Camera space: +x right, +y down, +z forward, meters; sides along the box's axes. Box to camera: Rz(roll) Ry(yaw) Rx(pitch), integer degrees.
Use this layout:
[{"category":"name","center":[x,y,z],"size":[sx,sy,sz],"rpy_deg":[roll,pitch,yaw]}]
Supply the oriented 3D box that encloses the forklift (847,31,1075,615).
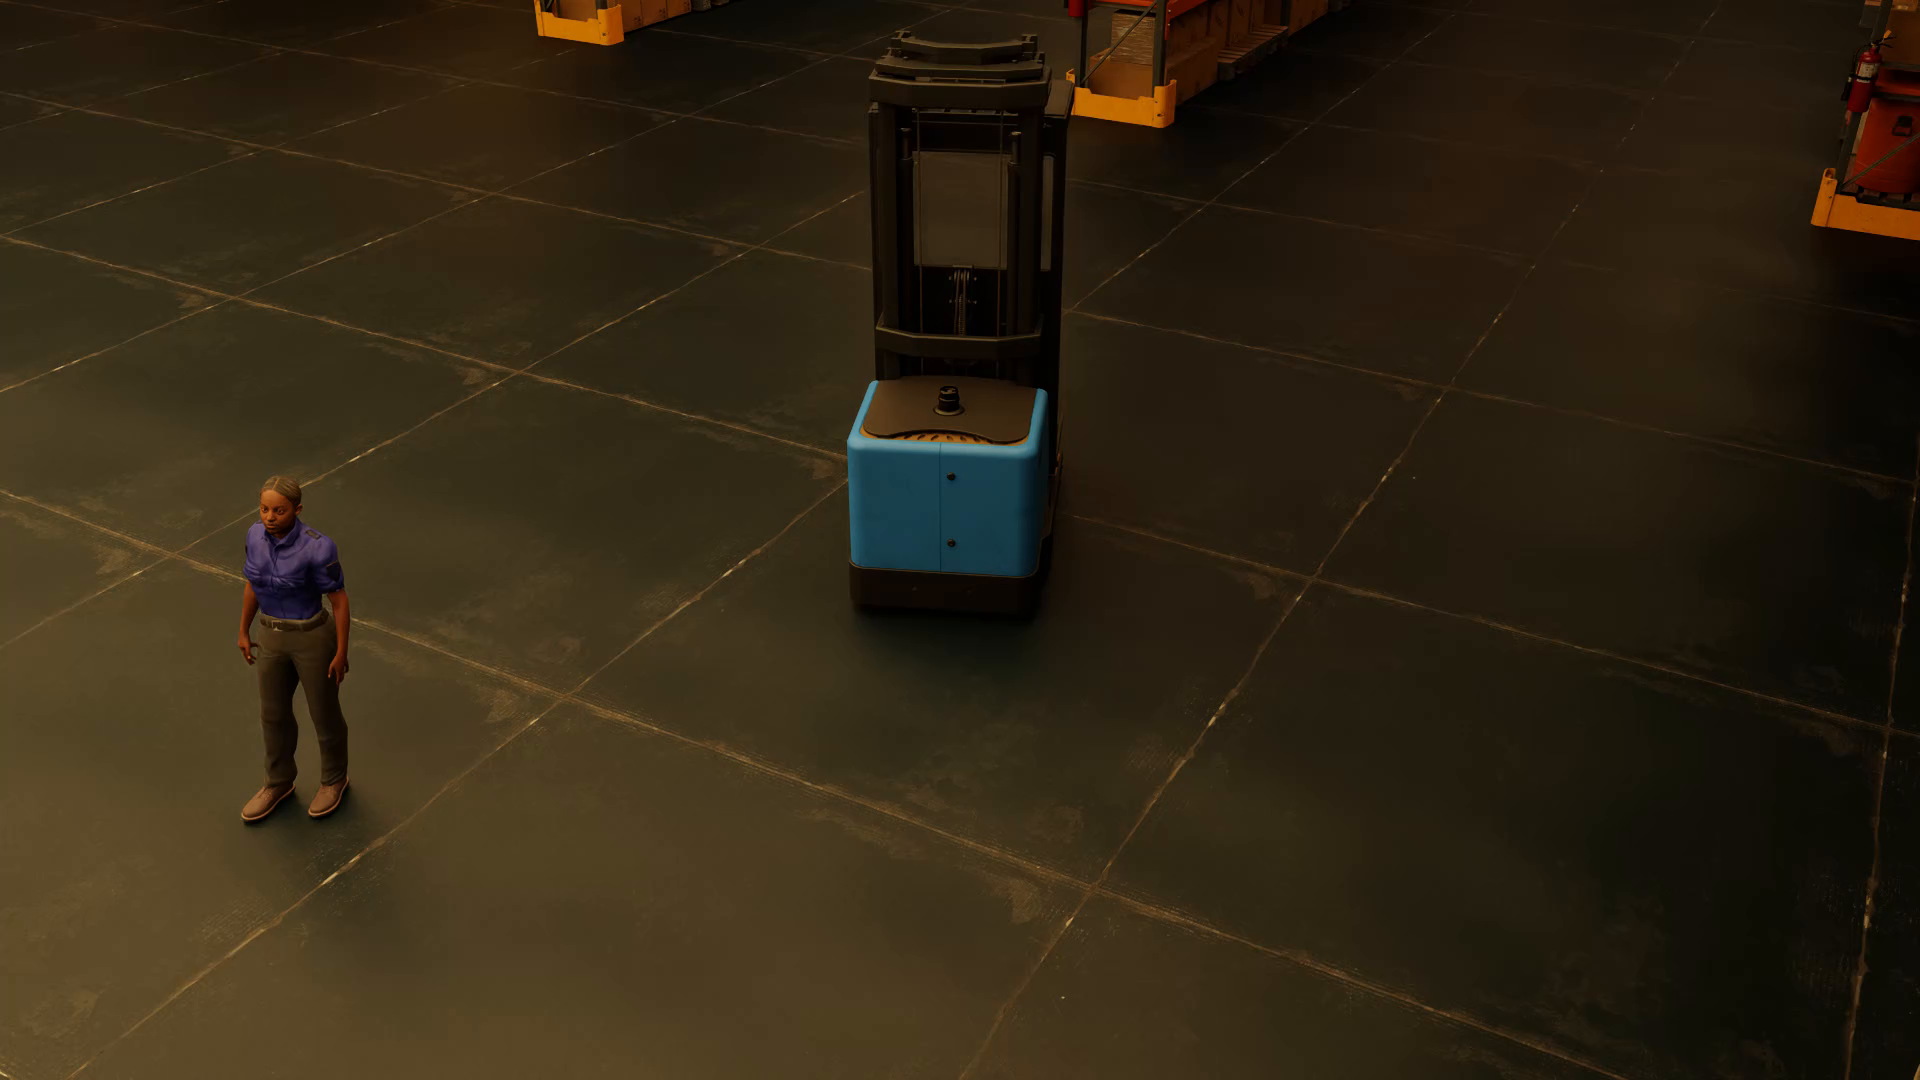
[{"category":"forklift","center":[0.072,-1.572,9.794],"size":[1.130,2.935,3.031],"rpy_deg":[3,30,6]}]

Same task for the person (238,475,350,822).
[{"category":"person","center":[-3.021,0.507,7.455],"size":[0.569,1.656,0.503],"rpy_deg":[8,31,13]}]
